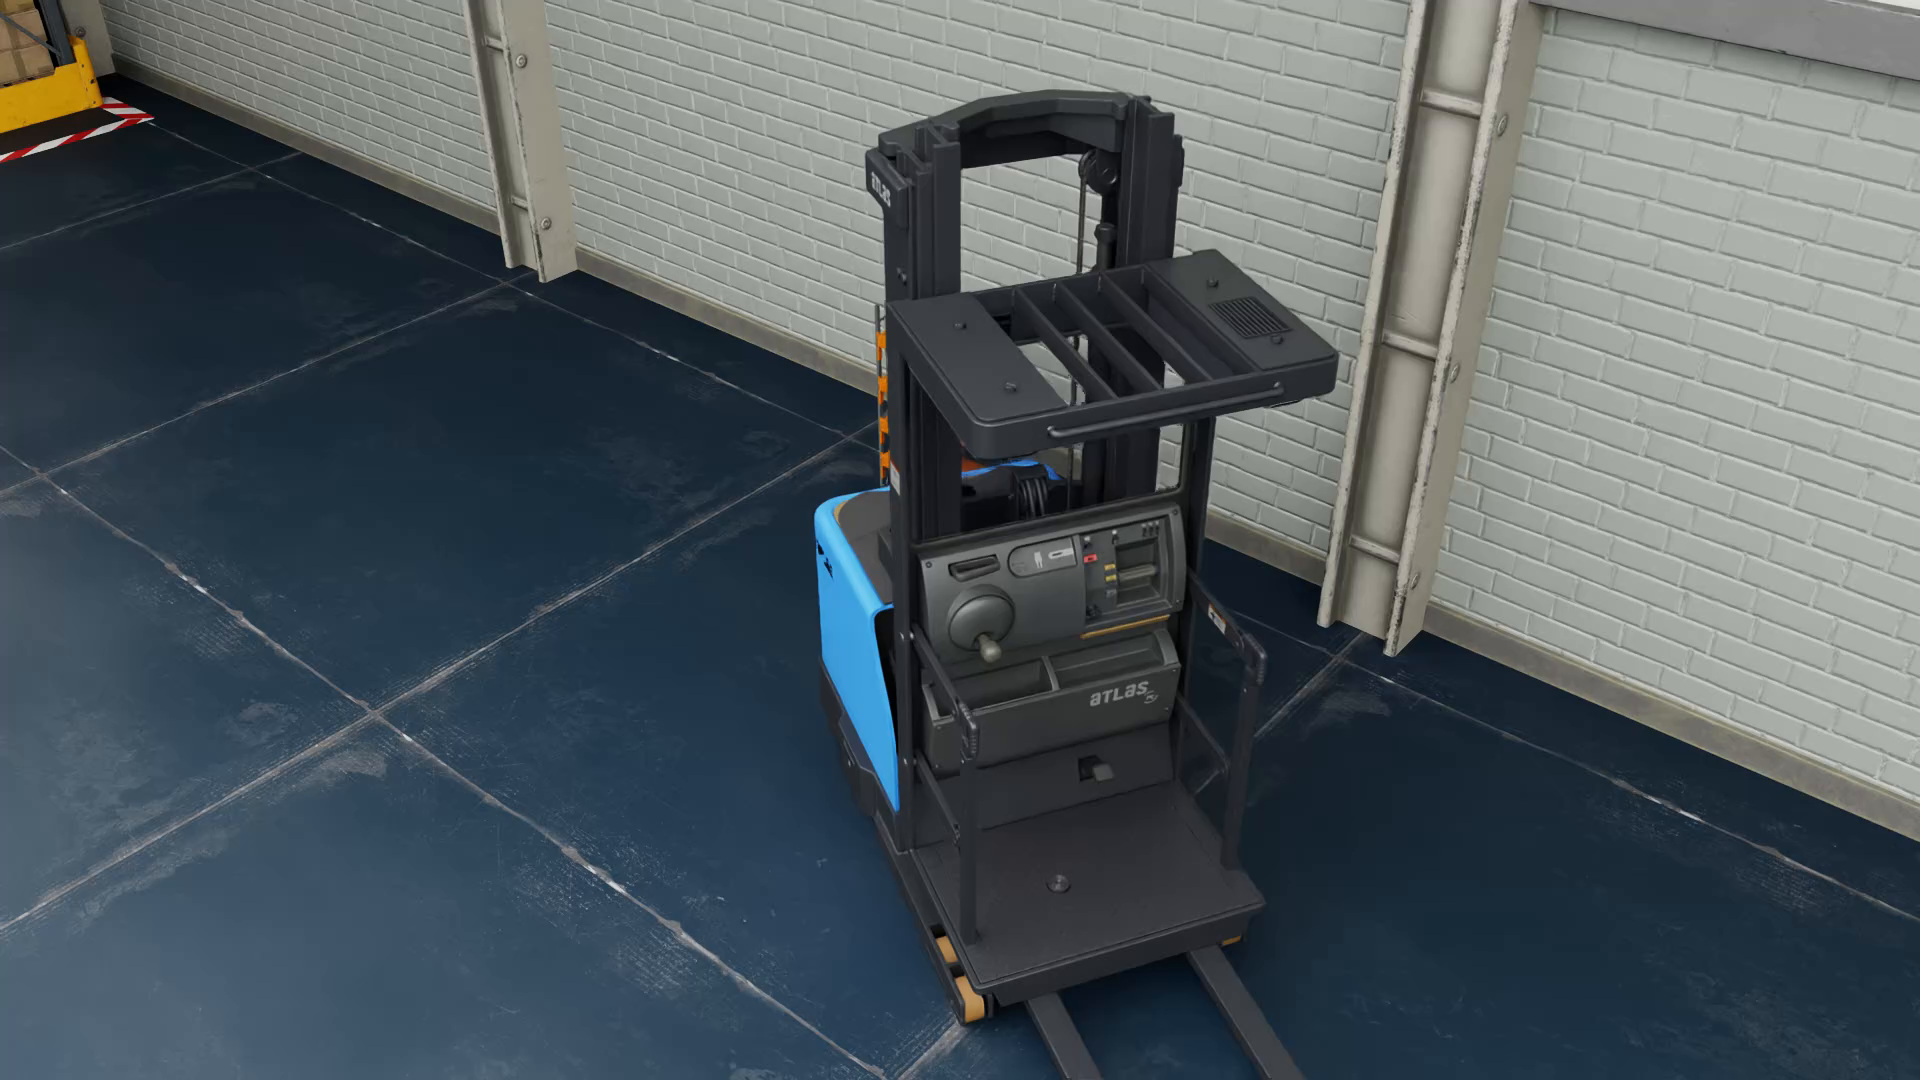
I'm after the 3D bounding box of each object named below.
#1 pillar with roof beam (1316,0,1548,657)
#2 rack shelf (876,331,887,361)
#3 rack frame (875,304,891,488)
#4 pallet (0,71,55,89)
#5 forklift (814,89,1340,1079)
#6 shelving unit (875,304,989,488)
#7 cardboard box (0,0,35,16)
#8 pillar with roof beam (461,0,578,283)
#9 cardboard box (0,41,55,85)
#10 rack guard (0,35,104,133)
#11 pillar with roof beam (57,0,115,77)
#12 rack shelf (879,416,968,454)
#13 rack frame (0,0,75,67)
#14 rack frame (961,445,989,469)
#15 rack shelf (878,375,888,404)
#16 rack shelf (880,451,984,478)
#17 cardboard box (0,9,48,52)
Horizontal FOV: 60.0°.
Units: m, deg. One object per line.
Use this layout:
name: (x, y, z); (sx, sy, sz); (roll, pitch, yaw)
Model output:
pillar with roof beam: (-0.859, -1.446, 2.407); (0.400, 9.000, 9.100); (25, 42, 32)
rack shelf: (-0.127, -0.878, 7.775); (0.480, 0.148, 0.258); (25, 42, 32)
rack frame: (-0.315, -0.643, 8.126); (0.015, 1.200, 0.240); (25, 42, 32)
pallet: (-7.983, -3.658, 13.390); (1.213, 0.211, 1.003); (25, 42, 32)
forklift: (0.397, 0.205, 5.362); (1.130, 2.935, 3.031); (-12, 36, -17)
shelving unit: (-0.127, -0.555, 7.998); (0.503, 1.200, 0.258); (25, 42, 32)
cardboard box: (-7.616, -4.257, 12.973); (0.500, 0.250, 0.500); (25, 41, 31)
pillar with roof beam: (-5.470, -3.619, 5.571); (0.400, 9.000, 9.100); (25, 42, 32)
cardboard box: (-7.620, -3.851, 13.266); (0.500, 0.250, 0.500); (25, 42, 32)
rack guard: (-7.350, -3.509, 12.918); (0.348, 0.500, 1.175); (25, 42, 32)
pillar with roof beam: (-10.081, -5.793, 8.736); (0.400, 9.000, 9.100); (25, 42, 32)
rack shelf: (-0.127, -0.499, 8.036); (0.480, 0.148, 0.258); (25, 42, 32)
rack frame: (-7.368, -4.548, 12.223); (0.127, 3.000, 1.000); (25, 42, 32)
rack frame: (0.060, -0.466, 7.869); (0.015, 1.200, 0.240); (25, 42, 32)
rack shelf: (-0.127, -0.683, 7.909); (0.480, 0.148, 0.258); (25, 42, 32)
rack shelf: (-0.127, -0.335, 8.148); (0.480, 0.148, 0.258); (25, 42, 32)
cardboard box: (-7.597, -4.055, 13.121); (0.500, 0.250, 0.500); (26, 42, 33)
